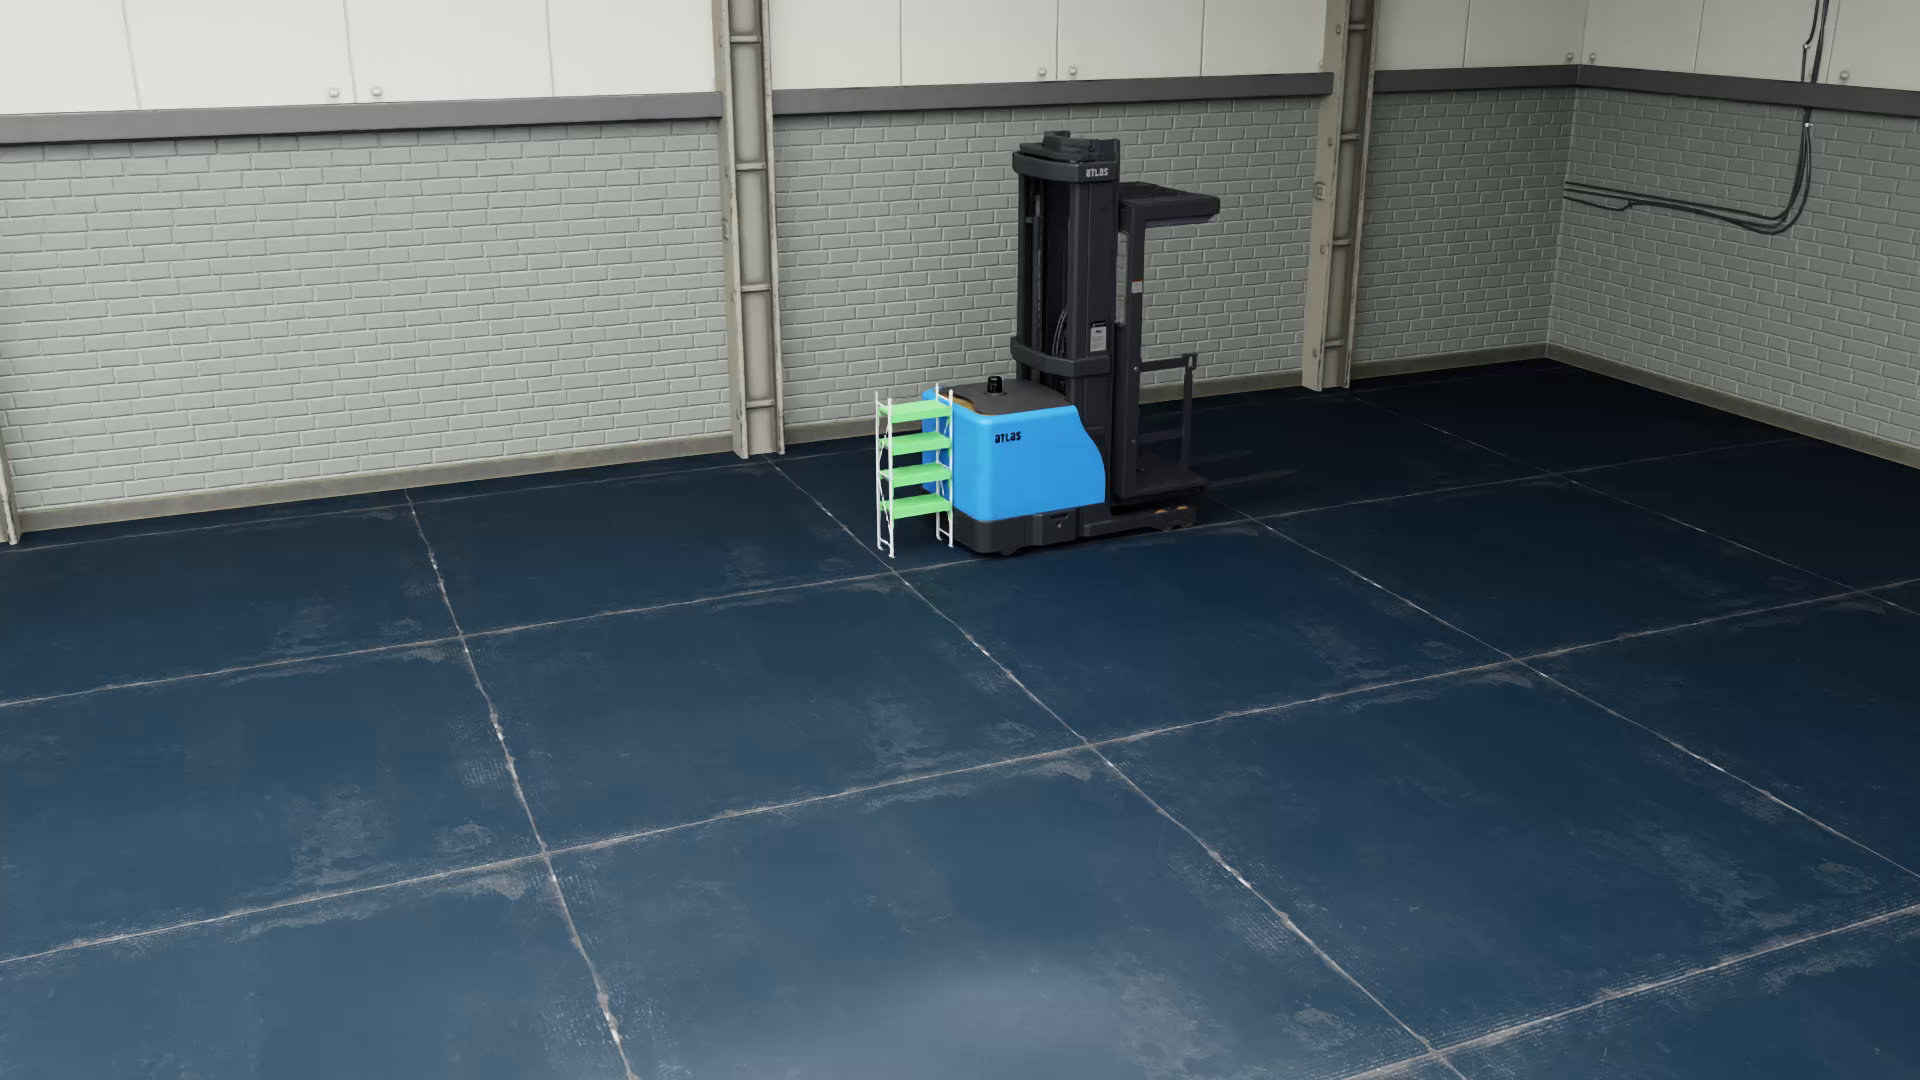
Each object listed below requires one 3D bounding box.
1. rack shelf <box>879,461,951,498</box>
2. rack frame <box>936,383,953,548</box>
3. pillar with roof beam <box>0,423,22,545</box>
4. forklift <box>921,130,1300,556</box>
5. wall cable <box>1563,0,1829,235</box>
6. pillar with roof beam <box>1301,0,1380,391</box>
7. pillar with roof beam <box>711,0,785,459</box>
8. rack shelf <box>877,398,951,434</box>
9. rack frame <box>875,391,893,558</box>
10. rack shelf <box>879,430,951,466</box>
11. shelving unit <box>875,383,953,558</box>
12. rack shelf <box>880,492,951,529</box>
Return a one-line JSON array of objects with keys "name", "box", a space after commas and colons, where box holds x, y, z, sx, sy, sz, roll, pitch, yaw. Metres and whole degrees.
[{"name": "rack shelf", "box": [-0.333, -0.447, 12.178, 0.480, 0.148, 0.258, -10, 22, -26]}, {"name": "rack frame", "box": [-0.116, -0.545, 12.262, 0.015, 1.200, 0.240, -10, 22, -26]}, {"name": "pillar with roof beam", "box": [-5.588, -2.925, 7.280, 0.400, 9.000, 9.100, -8, 21, -22]}, {"name": "forklift", "box": [1.247, -1.592, 12.631, 3.031, 2.935, 1.130, -10, 22, -26]}, {"name": "wall cable", "box": [6.955, -4.336, 15.964, 0.112, 2.526, 3.097, -8, 21, -22]}, {"name": "pillar with roof beam", "box": [5.431, -4.504, 11.764, 0.400, 9.000, 9.100, -8, 21, -22]}, {"name": "pillar with roof beam", "box": [-0.078, -3.715, 9.522, 0.400, 9.000, 9.100, -8, 21, -22]}, {"name": "rack shelf", "box": [-0.333, -0.900, 12.018, 0.480, 0.148, 0.258, -10, 22, -26]}, {"name": "rack frame", "box": [-0.549, -0.470, 12.050, 0.015, 1.200, 0.240, -10, 22, -26]}, {"name": "rack shelf", "box": [-0.333, -0.673, 12.098, 0.480, 0.148, 0.258, -10, 22, -26]}, {"name": "shelving unit", "box": [-0.333, -0.507, 12.156, 0.503, 1.200, 0.258, -10, 22, -26]}, {"name": "rack shelf", "box": [-0.333, -0.221, 12.257, 0.480, 0.148, 0.258, -10, 22, -26]}]
